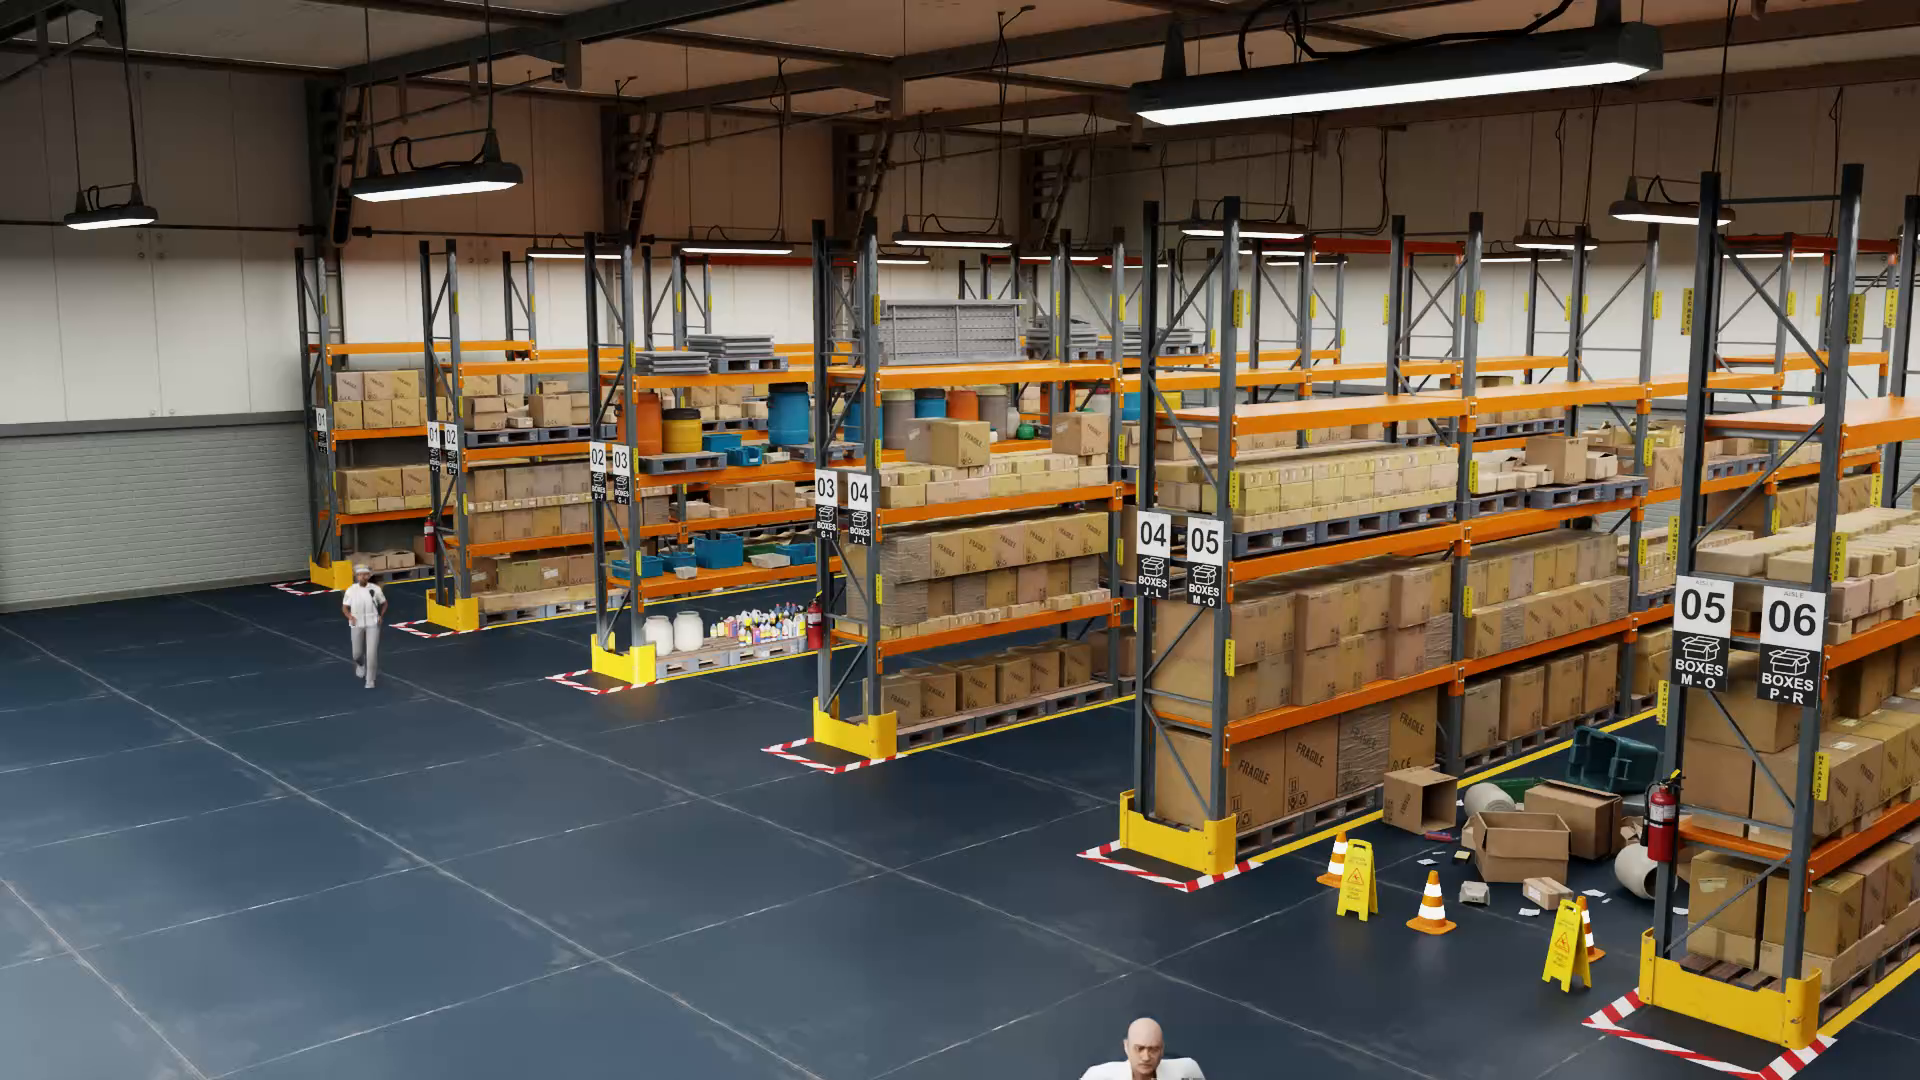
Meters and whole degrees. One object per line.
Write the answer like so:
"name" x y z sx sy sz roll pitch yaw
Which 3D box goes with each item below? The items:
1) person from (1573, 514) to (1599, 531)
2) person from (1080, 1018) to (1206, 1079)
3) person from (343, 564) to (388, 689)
"person" 11.346 -0.112 30.399 0.687 1.727 0.666 -4 9 -25
"person" 0.862 3.129 8.071 0.734 1.774 1.076 0 8 2
"person" -7.886 1.119 22.091 0.575 1.651 0.595 -3 9 -19
